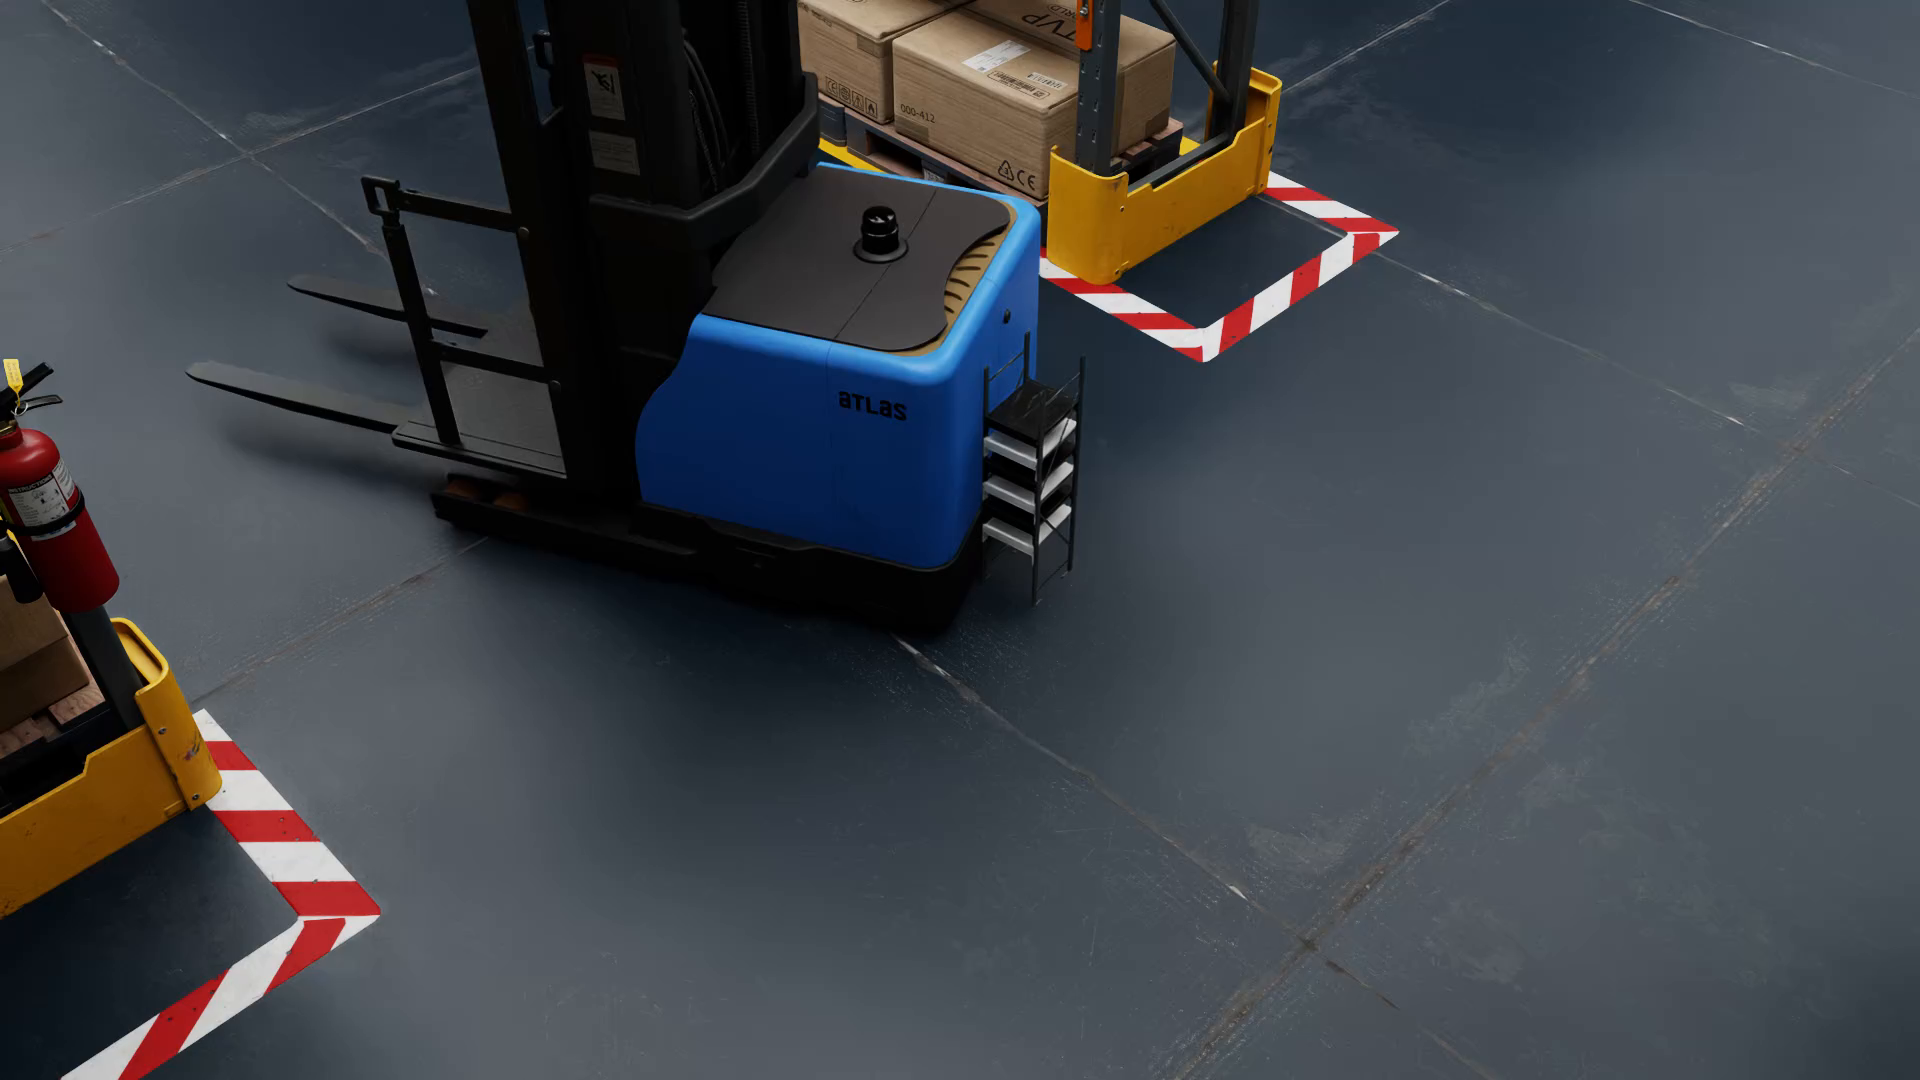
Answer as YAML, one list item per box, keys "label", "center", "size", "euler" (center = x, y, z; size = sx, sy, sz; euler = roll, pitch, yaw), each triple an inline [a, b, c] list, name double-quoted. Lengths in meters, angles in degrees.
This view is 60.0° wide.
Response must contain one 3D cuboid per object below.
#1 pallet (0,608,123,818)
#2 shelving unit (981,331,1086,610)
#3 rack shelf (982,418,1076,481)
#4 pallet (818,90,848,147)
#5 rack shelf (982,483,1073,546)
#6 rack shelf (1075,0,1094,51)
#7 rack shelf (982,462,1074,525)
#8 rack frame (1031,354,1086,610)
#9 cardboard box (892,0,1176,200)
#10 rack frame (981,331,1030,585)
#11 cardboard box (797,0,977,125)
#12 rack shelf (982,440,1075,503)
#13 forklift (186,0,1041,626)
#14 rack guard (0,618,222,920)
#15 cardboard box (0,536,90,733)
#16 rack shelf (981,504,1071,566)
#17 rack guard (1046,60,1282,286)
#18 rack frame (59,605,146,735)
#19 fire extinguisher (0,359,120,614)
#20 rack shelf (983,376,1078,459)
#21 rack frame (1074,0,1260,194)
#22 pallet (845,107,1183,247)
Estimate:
- label: "pallet"
  center: [-3.272, 0.474, 5.081]
  size: [1.003, 0.211, 1.213]
  euler: [-34, 53, -31]
- label: "shelving unit"
  center: [0.226, -0.207, 5.311]
  size: [0.210, 0.900, 0.258]
  euler: [26, 49, 26]
- label: "rack shelf"
  center: [0.226, -0.315, 5.212]
  size: [0.200, 0.077, 0.258]
  euler: [26, 49, 26]
- label: "pallet"
  center: [-0.620, -2.420, 8.214]
  size: [1.003, 0.211, 1.213]
  euler: [-34, 53, -31]
- label: "rack shelf"
  center: [0.226, -0.117, 5.395]
  size: [0.200, 0.077, 0.258]
  euler: [26, 49, 26]
- label: "rack shelf"
  center: [-0.555, -3.208, 7.542]
  size: [1.077, 0.370, 4.000]
  euler: [-34, 53, -31]
- label: "rack shelf"
  center: [0.226, -0.183, 5.334]
  size: [0.200, 0.077, 0.258]
  euler: [26, 49, 26]
- label: "rack frame"
  center: [0.308, -0.167, 5.268]
  size: [0.006, 0.900, 0.240]
  euler: [26, 49, 26]
- label: "cardboard box"
  center: [0.320, -1.994, 7.276]
  size: [0.875, 0.438, 0.875]
  euler: [32, 52, 30]
- label: "rack frame"
  center: [0.143, -0.248, 5.355]
  size: [0.006, 0.900, 0.240]
  euler: [26, 49, 26]
- label: "cardboard box"
  center: [-0.332, -2.430, 7.748]
  size: [0.875, 0.438, 0.875]
  euler: [-33, 52, -30]
- label: "rack shelf"
  center: [0.226, -0.249, 5.273]
  size: [0.200, 0.077, 0.258]
  euler: [26, 49, 26]
- label: "forklift"
  center: [-1.298, -1.403, 5.109]
  size: [3.031, 2.935, 1.130]
  euler: [13, 44, 14]
- label: "rack guard"
  center: [-2.708, 0.751, 4.569]
  size: [1.175, 0.500, 0.348]
  euler: [-34, 53, -31]
- label: "cardboard box"
  center: [-3.020, 0.292, 4.753]
  size: [0.637, 0.503, 0.797]
  euler: [32, 52, 30]
- label: "rack shelf"
  center: [0.226, -0.051, 5.456]
  size: [0.200, 0.077, 0.258]
  euler: [26, 49, 26]
- label: "rack guard"
  center: [0.874, -1.582, 7.094]
  size: [1.175, 0.500, 0.348]
  euler: [-34, 53, -31]
- label: "rack frame"
  center: [-2.655, -0.131, 3.681]
  size: [1.000, 3.000, 0.127]
  euler: [-34, 53, -31]
- label: "fire extinguisher"
  center: [-2.224, -0.116, 3.997]
  size: [0.296, 0.674, 0.183]
  euler: [-34, 53, -31]
- label: "rack shelf"
  center: [0.226, -0.381, 5.151]
  size: [0.200, 0.077, 0.258]
  euler: [26, 49, 26]
- label: "rack frame"
  center: [0.857, -2.512, 6.258]
  size: [1.000, 3.000, 0.127]
  euler: [-34, 53, -31]
- label: "pallet"
  center: [0.237, -1.834, 7.579]
  size: [1.003, 0.211, 1.213]
  euler: [-34, 53, -31]
